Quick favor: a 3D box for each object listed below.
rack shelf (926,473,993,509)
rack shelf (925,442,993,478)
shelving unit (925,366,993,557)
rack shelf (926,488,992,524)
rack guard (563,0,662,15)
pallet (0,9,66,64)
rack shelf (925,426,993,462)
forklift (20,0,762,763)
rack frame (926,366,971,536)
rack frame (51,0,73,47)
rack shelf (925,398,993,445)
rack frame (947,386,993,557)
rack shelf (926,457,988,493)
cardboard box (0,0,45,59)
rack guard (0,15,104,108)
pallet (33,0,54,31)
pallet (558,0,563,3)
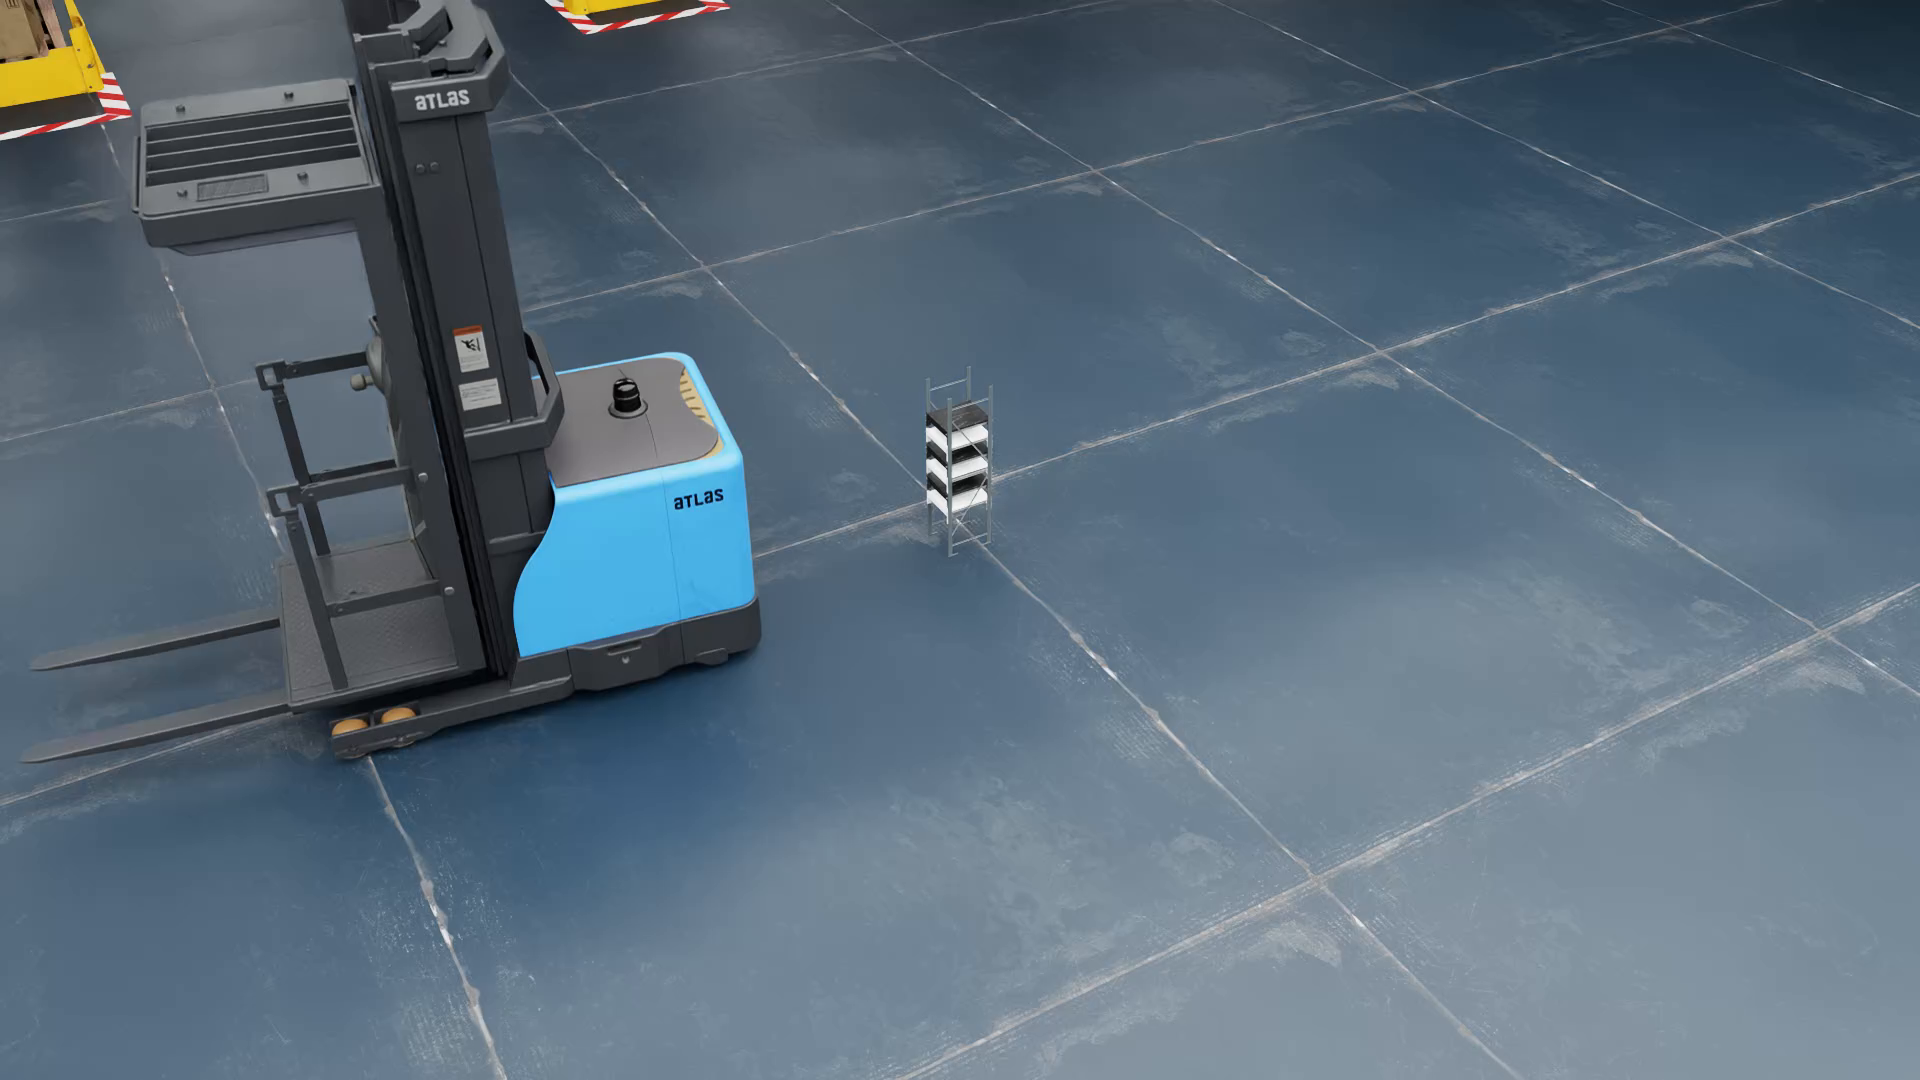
[{"bbox_3d":[-0.004,-0.268,8.063,0.258,0.077,0.200,-19,40,-24],"label":"rack shelf"},{"bbox_3d":[-0.004,-0.413,7.957,0.258,0.077,0.200,-19,40,-24],"label":"rack shelf"},{"bbox_3d":[-0.004,-0.368,7.990,0.258,0.900,0.210,-19,40,-24],"label":"shelving unit"},{"bbox_3d":[-0.004,-0.195,8.116,0.258,0.077,0.200,-19,40,-24],"label":"rack shelf"},{"bbox_3d":[-2.939,-5.031,14.715,1.175,0.500,0.348,-19,40,-24],"label":"rack guard"},{"bbox_3d":[-7.706,-3.972,13.510,1.003,0.211,1.213,-19,40,-24],"label":"pallet"},{"bbox_3d":[-0.004,-0.486,7.904,0.258,0.077,0.200,-19,40,-24],"label":"rack shelf"},{"bbox_3d":[-2.468,-0.619,6.613,3.031,2.935,1.130,-13,38,-17],"label":"forklift"},{"bbox_3d":[-0.055,-0.419,8.061,0.240,0.900,0.006,-19,40,-24],"label":"rack frame"},{"bbox_3d":[-7.291,-4.635,12.053,1.000,3.000,0.127,-19,40,-24],"label":"rack frame"},{"bbox_3d":[-0.004,-0.559,7.851,0.258,0.077,0.200,-19,40,-24],"label":"rack shelf"},{"bbox_3d":[0.047,-0.316,7.919,0.240,0.900,0.006,-19,40,-24],"label":"rack frame"},{"bbox_3d":[-0.004,-0.341,8.010,0.258,0.077,0.200,-19,40,-24],"label":"rack shelf"},{"bbox_3d":[-7.590,-4.118,13.109,0.500,0.500,0.500,-12,38,-16],"label":"cardboard box"},{"bbox_3d":[-7.329,-3.664,12.843,1.175,0.500,0.348,-19,40,-24],"label":"rack guard"},{"bbox_3d":[-8.315,-4.594,14.361,1.003,0.211,1.213,-19,40,-24],"label":"pallet"},{"bbox_3d":[-3.421,-5.311,15.343,1.003,0.211,1.213,-19,40,-24],"label":"pallet"}]
